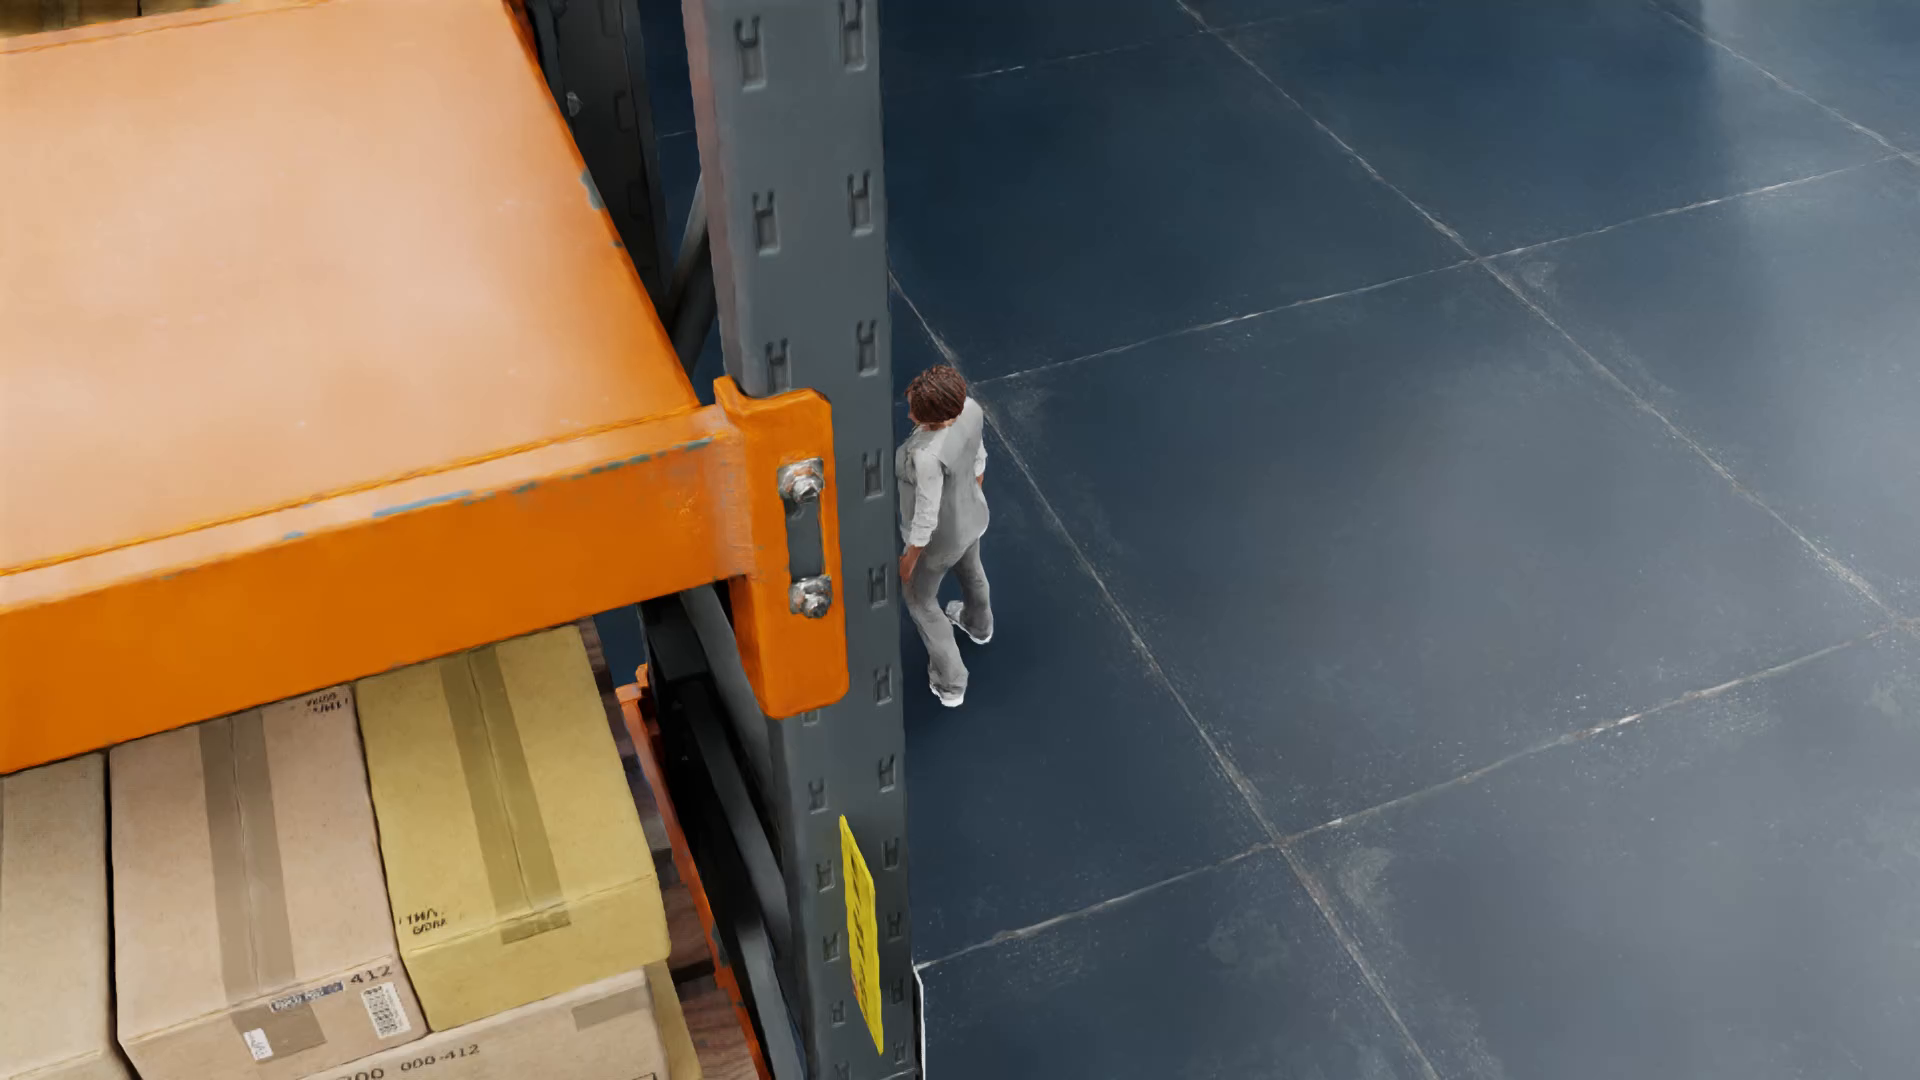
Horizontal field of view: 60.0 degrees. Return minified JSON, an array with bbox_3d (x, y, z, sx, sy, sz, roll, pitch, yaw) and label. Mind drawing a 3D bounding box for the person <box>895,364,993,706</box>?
[{"bbox_3d":[-0.034,-0.071,6.257,0.375,1.594,0.573,24,47,24],"label":"person"}]
